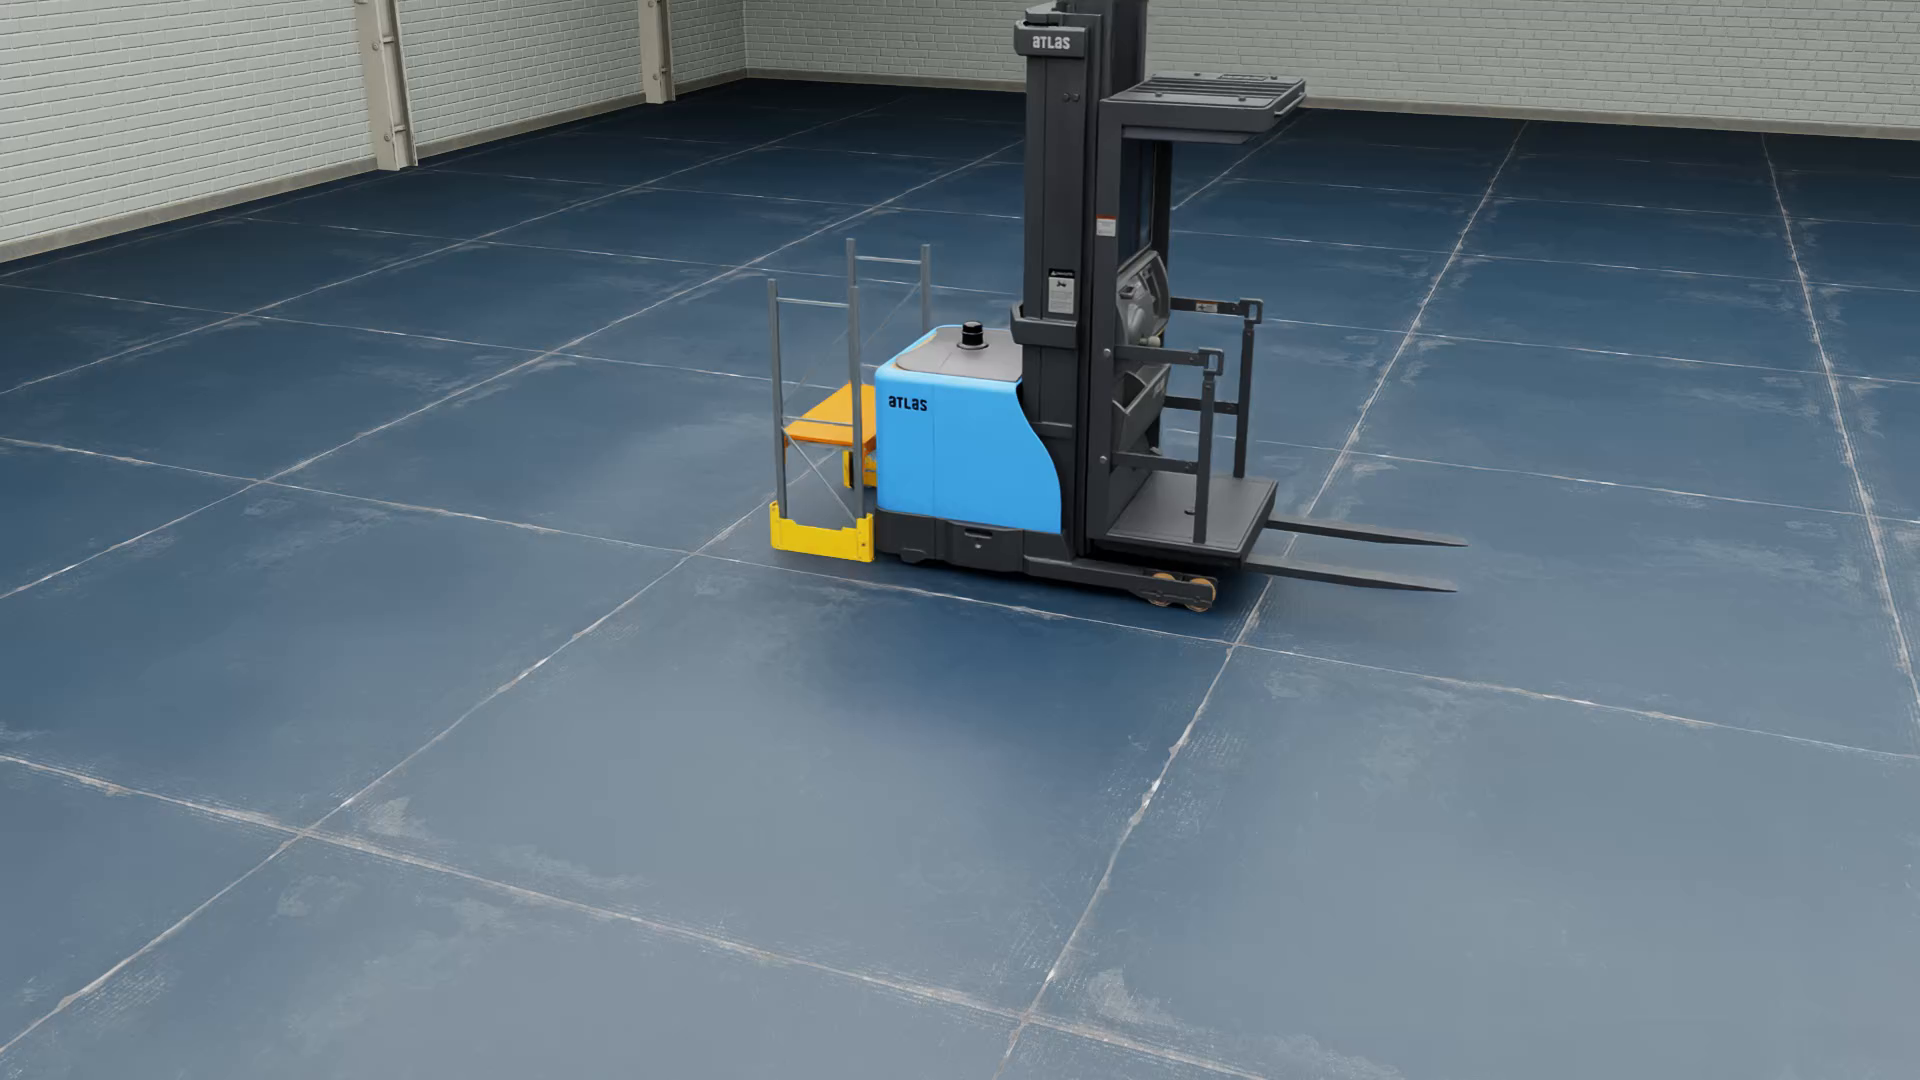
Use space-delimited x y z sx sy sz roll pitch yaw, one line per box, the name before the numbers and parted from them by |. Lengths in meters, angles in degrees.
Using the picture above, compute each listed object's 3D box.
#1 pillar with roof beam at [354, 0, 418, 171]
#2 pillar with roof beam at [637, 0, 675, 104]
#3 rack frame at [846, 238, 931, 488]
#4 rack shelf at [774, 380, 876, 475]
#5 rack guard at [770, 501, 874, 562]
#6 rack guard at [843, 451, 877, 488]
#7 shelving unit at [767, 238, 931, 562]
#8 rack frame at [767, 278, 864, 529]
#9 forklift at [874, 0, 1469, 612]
pillar with roof beam | -2.762 -8.015 16.763 9.100 9.000 0.400 9 24 20
pillar with roof beam | -0.534 -10.162 21.904 9.100 9.000 0.400 9 24 20
rack frame | -0.408 -0.992 9.679 0.500 1.500 0.032 8 24 18
rack shelf | -0.581 -0.642 9.307 0.538 0.185 1.000 8 24 18
rack guard | -0.753 -0.047 9.039 0.587 0.250 0.087 8 24 18
rack guard | -0.414 -0.408 9.903 0.587 0.250 0.087 8 24 18
shelving unit | -0.584 -0.804 9.230 0.587 1.500 1.083 8 24 18
rack frame | -0.753 -0.624 8.797 0.500 1.500 0.032 8 24 18
forklift | 1.115 -1.222 8.372 3.031 2.935 1.130 8 24 19
